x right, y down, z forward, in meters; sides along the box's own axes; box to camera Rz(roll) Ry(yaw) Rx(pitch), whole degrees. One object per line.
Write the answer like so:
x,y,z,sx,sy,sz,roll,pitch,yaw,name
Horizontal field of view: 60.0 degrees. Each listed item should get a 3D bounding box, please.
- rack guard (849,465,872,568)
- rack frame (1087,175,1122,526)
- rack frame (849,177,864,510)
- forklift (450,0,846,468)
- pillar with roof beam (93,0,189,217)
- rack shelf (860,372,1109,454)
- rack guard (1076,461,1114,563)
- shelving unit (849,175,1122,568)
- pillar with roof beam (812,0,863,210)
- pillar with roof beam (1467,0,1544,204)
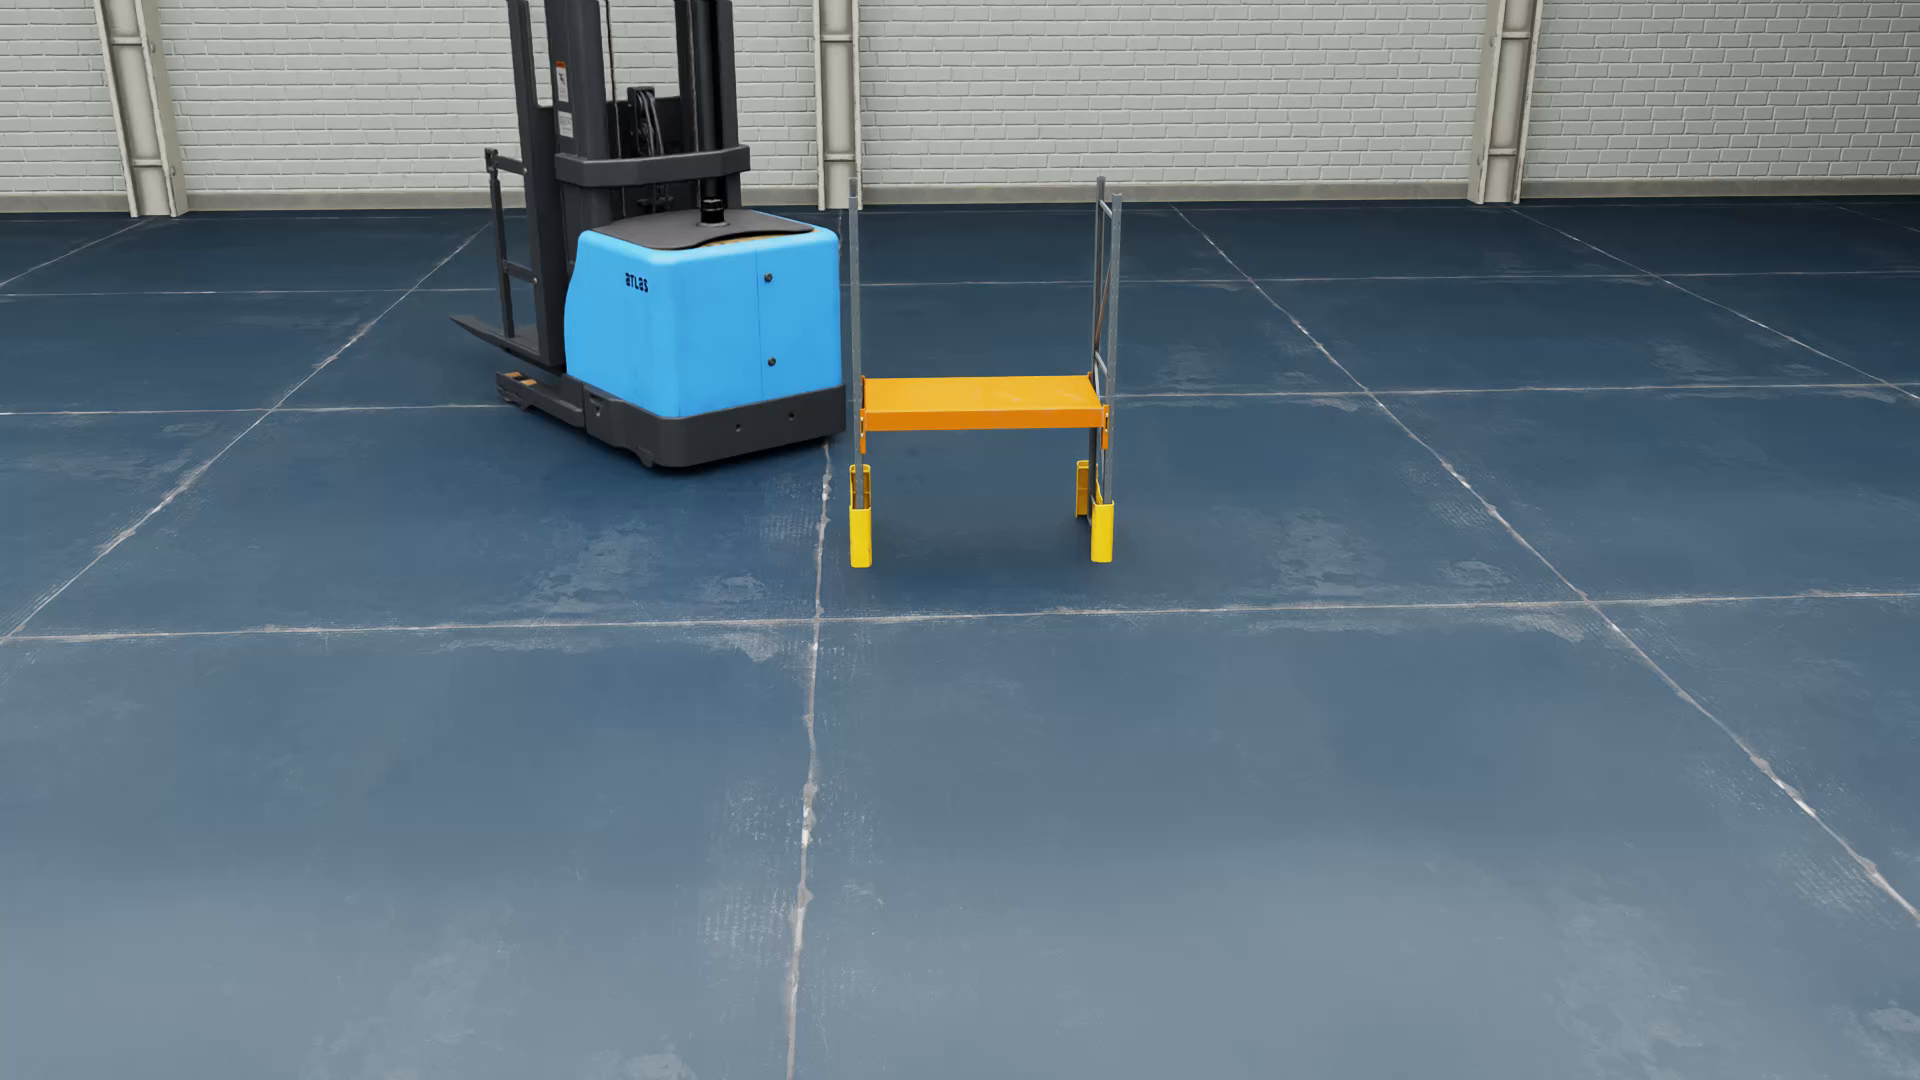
-0.421,-0.108,7.054,0.087,0.250,0.587,-1,21,-3,rack guard
0.593,-0.713,6.886,0.032,1.500,0.500,-1,21,-3,rack frame
-0.422,-0.692,6.832,0.032,1.500,0.500,-1,21,-3,rack frame
-1.882,-2.165,8.689,1.130,2.935,3.031,-16,26,-35,forklift
-6.820,-5.562,9.082,0.400,9.000,9.100,-1,21,-3,pillar with roof beam
0.085,-0.535,6.923,1.000,0.185,0.538,-1,21,-3,rack shelf
0.573,-0.128,7.107,0.087,0.250,0.587,-1,21,-3,rack guard
0.076,-0.702,6.858,1.083,1.500,0.587,-1,21,-3,shelving unit
-0.830,-5.684,9.402,0.400,9.000,9.100,-1,21,-3,pillar with roof beam
5.160,-5.806,9.722,0.400,9.000,9.100,-1,21,-3,pillar with roof beam
